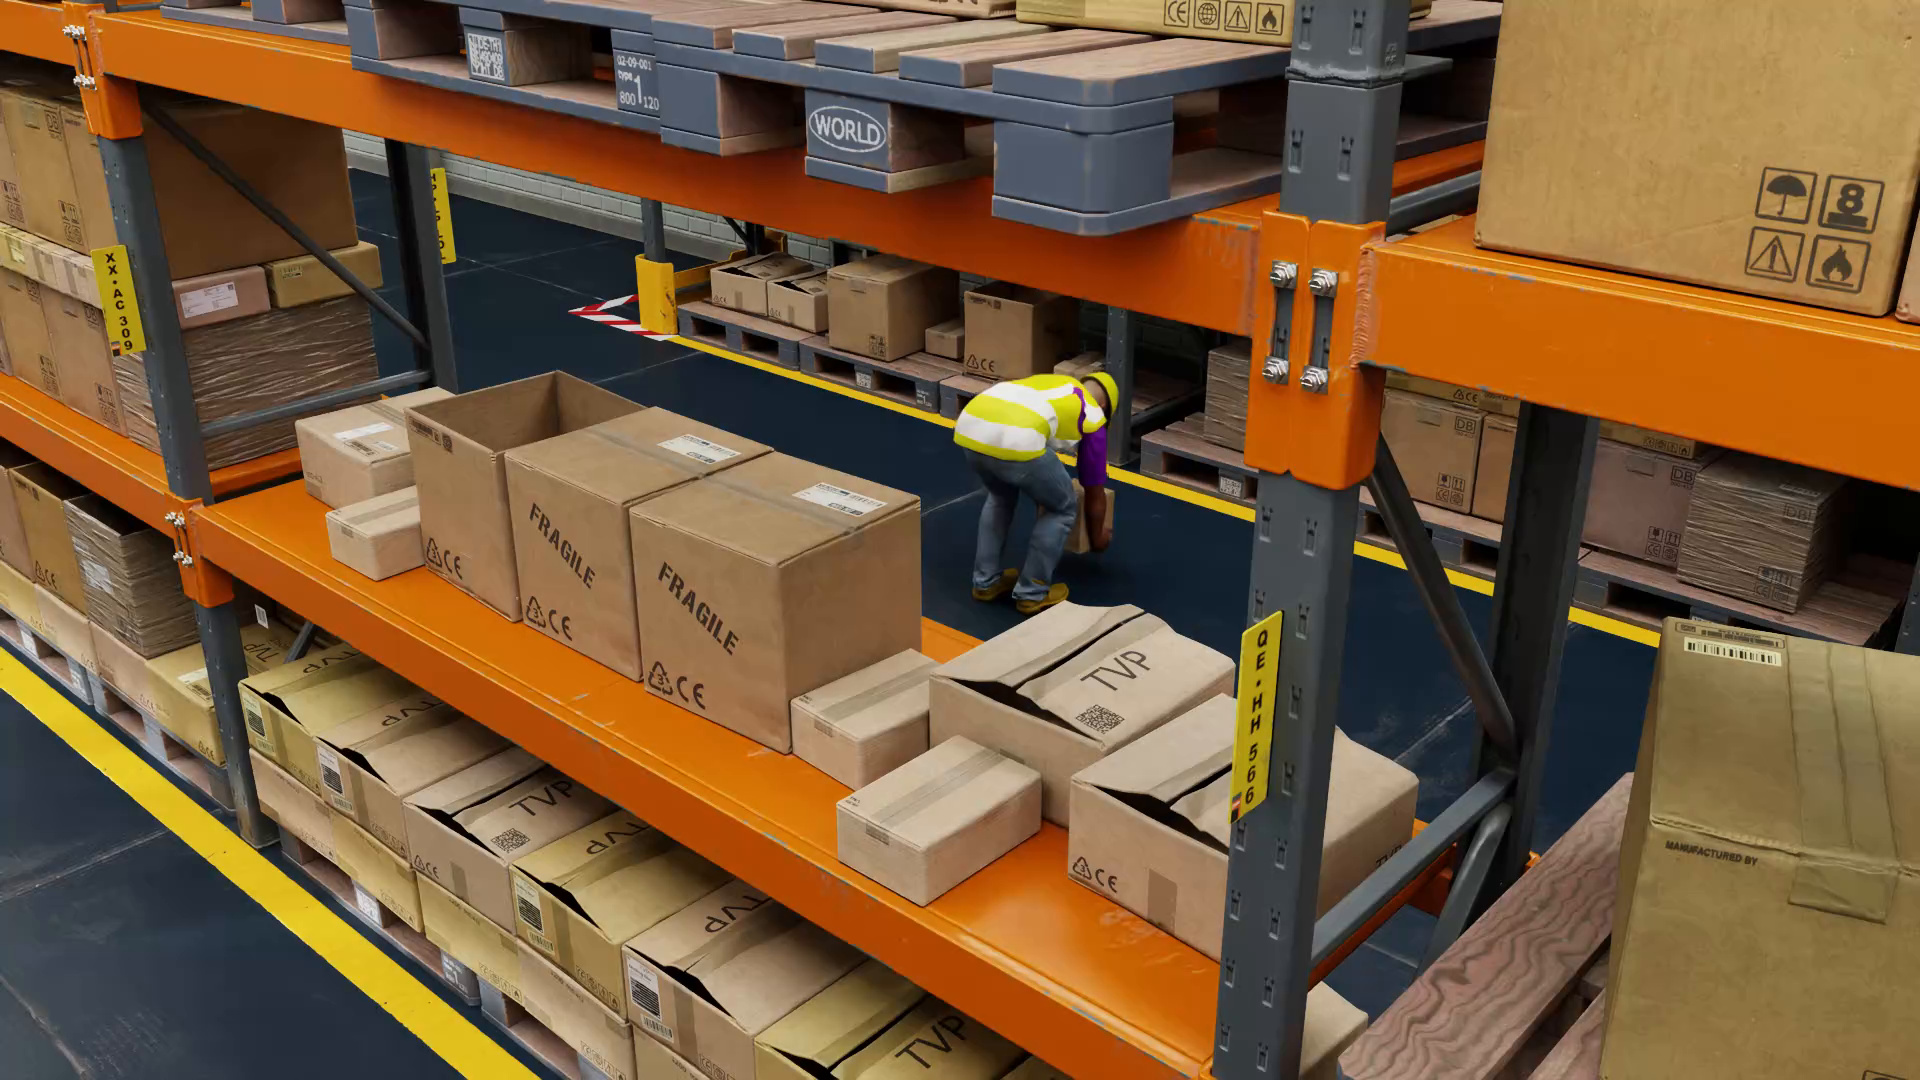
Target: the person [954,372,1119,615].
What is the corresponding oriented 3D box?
[{"bbox_3d":[0.387,-0.267,7.568,0.486,1.043,0.972,19,30,37],"label":"person"}]
